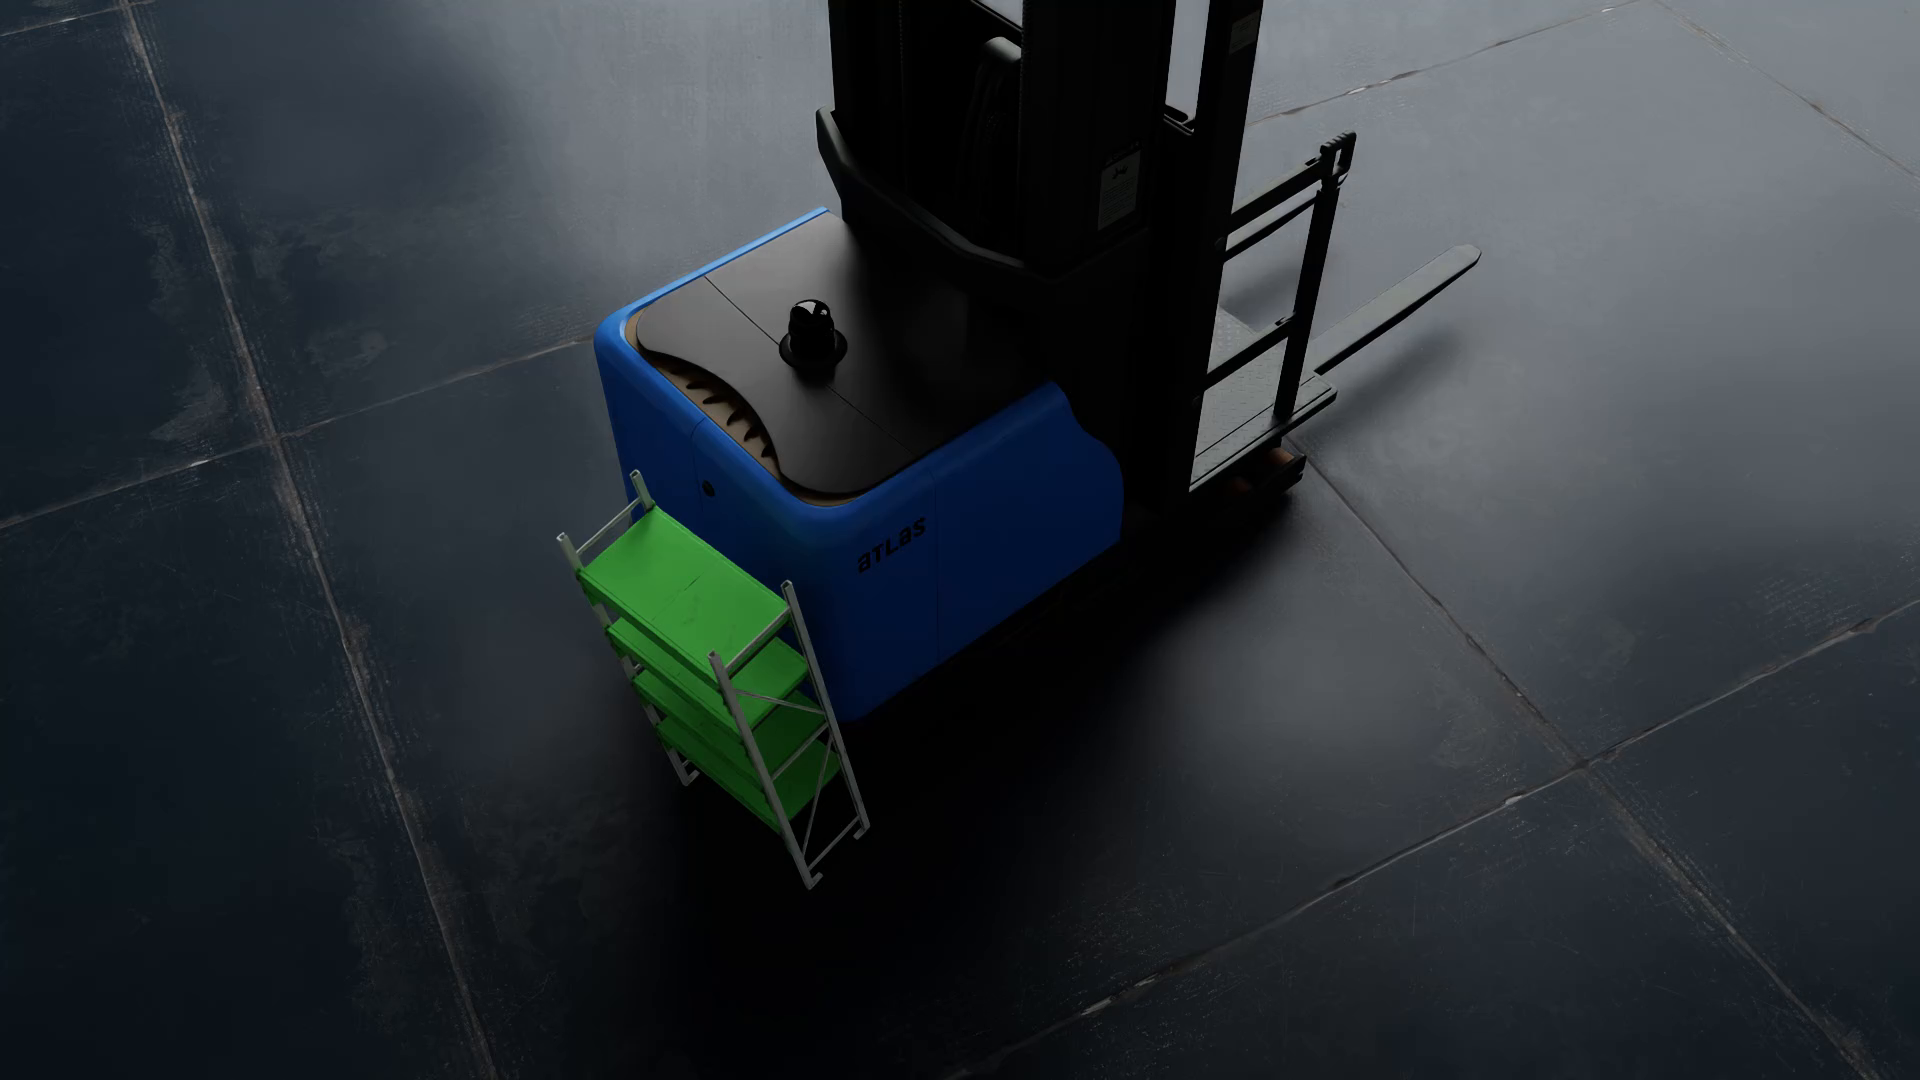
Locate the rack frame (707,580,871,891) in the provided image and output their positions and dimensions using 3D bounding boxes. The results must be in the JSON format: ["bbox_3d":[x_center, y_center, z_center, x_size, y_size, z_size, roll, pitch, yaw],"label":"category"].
[{"bbox_3d":[-0.385,0.509,3.988,0.015,1.200,0.240,34,65,26],"label":"rack frame"}]

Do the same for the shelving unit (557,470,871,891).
[{"bbox_3d":[-0.567,0.387,4.096,0.503,1.200,0.258,34,65,26],"label":"shelving unit"}]

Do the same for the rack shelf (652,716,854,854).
[{"bbox_3d":[-0.538,0.561,4.343,0.480,0.148,0.258,34,65,26],"label":"rack shelf"}]

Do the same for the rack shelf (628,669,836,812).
[{"bbox_3d":[-0.561,0.423,4.148,0.480,0.148,0.258,34,65,26],"label":"rack shelf"}]

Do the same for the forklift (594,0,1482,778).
[{"bbox_3d":[0.472,-1.273,4.416,3.031,2.935,1.130,-33,57,-26],"label":"forklift"}]

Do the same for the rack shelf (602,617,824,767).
[{"bbox_3d":[-0.584,0.286,3.952,0.480,0.148,0.258,34,65,26],"label":"rack shelf"}]

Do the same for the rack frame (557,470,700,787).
[{"bbox_3d":[-0.749,0.265,4.203,0.015,1.200,0.240,34,65,26],"label":"rack frame"}]

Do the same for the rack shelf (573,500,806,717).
[{"bbox_3d":[-0.607,0.149,3.757,0.480,0.148,0.258,34,65,26],"label":"rack shelf"}]
